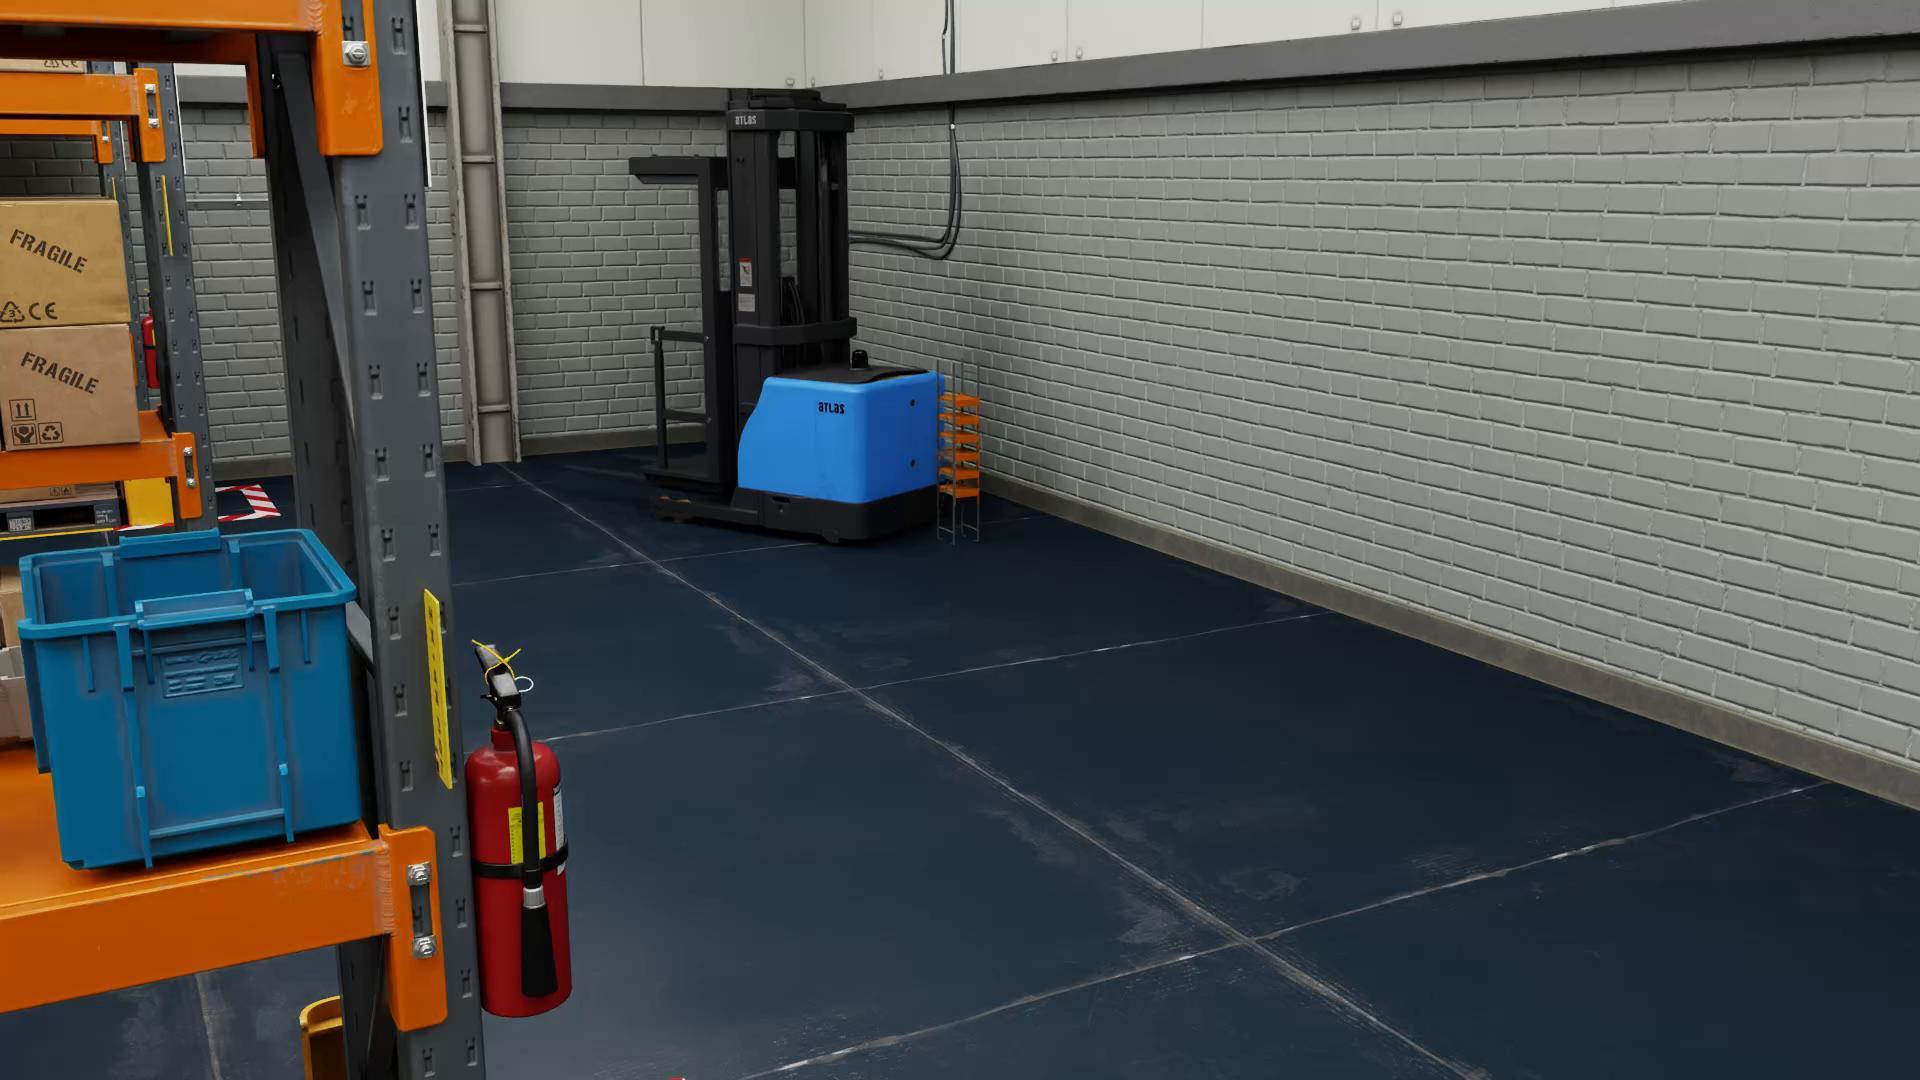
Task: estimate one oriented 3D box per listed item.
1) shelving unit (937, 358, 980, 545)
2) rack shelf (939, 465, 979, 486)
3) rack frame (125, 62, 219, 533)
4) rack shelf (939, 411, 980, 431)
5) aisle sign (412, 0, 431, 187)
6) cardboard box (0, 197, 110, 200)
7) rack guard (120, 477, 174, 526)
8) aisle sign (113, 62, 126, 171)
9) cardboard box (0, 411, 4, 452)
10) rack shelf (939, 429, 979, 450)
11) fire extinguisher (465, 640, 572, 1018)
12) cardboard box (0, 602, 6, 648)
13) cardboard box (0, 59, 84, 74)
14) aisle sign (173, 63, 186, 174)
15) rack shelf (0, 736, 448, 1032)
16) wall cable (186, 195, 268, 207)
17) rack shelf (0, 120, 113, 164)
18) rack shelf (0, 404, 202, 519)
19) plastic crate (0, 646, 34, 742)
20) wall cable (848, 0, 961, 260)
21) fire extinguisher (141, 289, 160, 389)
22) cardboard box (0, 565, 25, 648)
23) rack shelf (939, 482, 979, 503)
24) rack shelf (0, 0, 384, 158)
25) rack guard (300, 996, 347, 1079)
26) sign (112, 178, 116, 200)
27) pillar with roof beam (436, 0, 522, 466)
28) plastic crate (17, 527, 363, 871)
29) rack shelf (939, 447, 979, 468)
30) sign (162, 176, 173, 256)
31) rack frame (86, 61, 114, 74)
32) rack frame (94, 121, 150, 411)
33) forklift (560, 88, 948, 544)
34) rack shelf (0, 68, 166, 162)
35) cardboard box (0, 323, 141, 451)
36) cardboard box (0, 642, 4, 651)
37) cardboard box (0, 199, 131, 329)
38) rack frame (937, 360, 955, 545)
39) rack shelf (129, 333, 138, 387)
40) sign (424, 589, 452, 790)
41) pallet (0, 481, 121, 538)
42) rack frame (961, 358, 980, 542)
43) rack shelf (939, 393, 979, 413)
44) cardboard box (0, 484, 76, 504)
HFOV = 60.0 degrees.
[{"bbox_3d":[-0.013,-0.584,10.971,0.189,1.200,0.258,-7,14,-28],"label":"shelving unit"},{"bbox_3d":[-0.013,-0.423,11.007,0.180,0.103,0.258,-7,14,-28],"label":"rack shelf"},{"bbox_3d":[-3.525,-0.729,7.517,0.127,3.000,1.000,-7,14,-28],"label":"rack frame"},{"bbox_3d":[-0.013,-0.775,10.928,0.180,0.103,0.258,-7,14,-28],"label":"rack shelf"},{"bbox_3d":[-0.951,-0.993,2.771,0.004,0.787,0.394,-7,14,-28],"label":"aisle sign"},{"bbox_3d":[-4.040,-1.270,7.414,0.500,0.500,0.500,-6,14,-26],"label":"cardboard box"},{"bbox_3d":[-5.880,-0.466,12.043,0.348,0.500,1.175,-7,14,-28],"label":"rack guard"},{"bbox_3d":[-5.694,-2.901,11.248,0.004,0.787,0.394,-7,14,-28],"label":"aisle sign"},{"bbox_3d":[-4.241,-0.623,6.818,0.500,0.500,0.500,-7,14,-27],"label":"cardboard box"},{"bbox_3d":[-0.013,-0.658,10.954,0.180,0.103,0.258,-7,14,-28],"label":"rack shelf"},{"bbox_3d":[-0.804,0.517,3.004,0.183,0.674,0.296,-7,14,-28],"label":"fire extinguisher"},{"bbox_3d":[-4.577,0.453,7.525,0.500,0.250,0.500,-7,14,-28],"label":"cardboard box"},{"bbox_3d":[-3.849,-2.014,6.738,0.500,0.250,0.500,-7,14,-28],"label":"cardboard box"},{"bbox_3d":[-3.318,-1.945,7.001,0.004,0.787,0.394,-7,14,-28],"label":"aisle sign"},{"bbox_3d":[-2.910,0.787,2.417,4.000,0.370,1.077,-7,14,-28],"label":"rack shelf"},{"bbox_3d":[-5.231,-2.496,13.054,1.851,1.984,0.084,-7,14,-28],"label":"wall cable"},{"bbox_3d":[-7.657,-2.585,10.572,4.000,0.370,1.077,-7,14,-28],"label":"rack shelf"},{"bbox_3d":[-5.280,-0.168,6.661,4.000,0.370,1.077,-7,14,-28],"label":"rack shelf"},{"bbox_3d":[-1.850,0.306,3.383,0.298,0.136,0.250,-7,14,-28],"label":"plastic crate"},{"bbox_3d":[-0.766,-3.621,13.777,0.112,2.526,3.097,-7,14,-28],"label":"wall cable"},{"bbox_3d":[-5.548,-1.391,11.482,0.183,0.674,0.296,-7,14,-28],"label":"fire extinguisher"},{"bbox_3d":[-3.884,0.381,7.278,0.500,0.500,0.500,-7,14,-28],"label":"cardboard box"},{"bbox_3d":[-0.013,-0.306,11.033,0.180,0.103,0.258,-7,14,-28],"label":"rack shelf"},{"bbox_3d":[-2.910,-0.676,2.088,4.000,0.370,1.077,-7,14,-28],"label":"rack shelf"},{"bbox_3d":[-1.140,1.440,3.570,0.348,0.500,1.175,-7,14,-28],"label":"rack guard"},{"bbox_3d":[-5.654,-2.258,11.133,0.005,0.325,0.100,-7,14,-28],"label":"sign"},{"bbox_3d":[-1.883,-4.231,9.415,0.400,9.000,9.100,-7,14,-28],"label":"pillar with roof beam"},{"bbox_3d":[-1.359,0.251,2.946,0.499,0.435,0.616,-7,14,-28],"label":"plastic crate"},{"bbox_3d":[-0.013,-0.540,10.980,0.180,0.103,0.258,-7,14,-28],"label":"rack shelf"},{"bbox_3d":[-3.276,-1.339,6.870,0.005,0.325,0.100,-7,14,-28],"label":"sign"},{"bbox_3d":[-5.901,-4.610,11.098,0.127,3.000,1.000,-7,14,-28],"label":"rack frame"},{"bbox_3d":[-5.901,-1.683,11.757,0.127,3.000,1.000,-7,14,-28],"label":"rack frame"},{"bbox_3d":[-1.587,-1.635,11.699,3.031,2.935,1.130,9,15,34],"label":"forklift"},{"bbox_3d":[-5.280,-1.631,6.331,4.000,0.370,1.077,-7,14,-28],"label":"rack shelf"},{"bbox_3d":[-3.787,-0.678,7.063,0.500,0.500,0.500,-6,14,-26],"label":"cardboard box"},{"bbox_3d":[-4.282,0.569,7.202,0.250,0.166,0.380,-7,14,-28],"label":"cardboard box"},{"bbox_3d":[-3.783,-1.166,6.952,0.500,0.500,0.500,-7,14,-28],"label":"cardboard box"},{"bbox_3d":[-0.093,-0.574,10.928,0.006,1.200,0.240,-7,14,-28],"label":"rack frame"},{"bbox_3d":[-7.657,-1.122,10.901,4.000,0.370,1.077,-7,14,-28],"label":"rack shelf"},{"bbox_3d":[-0.877,0.251,2.792,0.005,0.325,0.100,-7,14,-28],"label":"sign"},{"bbox_3d":[-6.566,-0.224,11.622,1.213,0.211,1.003,-7,14,-28],"label":"pallet"},{"bbox_3d":[0.068,-0.593,11.013,0.006,1.200,0.240,-7,14,-28],"label":"rack frame"},{"bbox_3d":[-0.013,-0.892,10.901,0.180,0.103,0.258,-7,14,-28],"label":"rack shelf"},{"bbox_3d":[-6.468,-0.576,11.572,0.500,0.500,0.700,-7,14,-28],"label":"cardboard box"}]
